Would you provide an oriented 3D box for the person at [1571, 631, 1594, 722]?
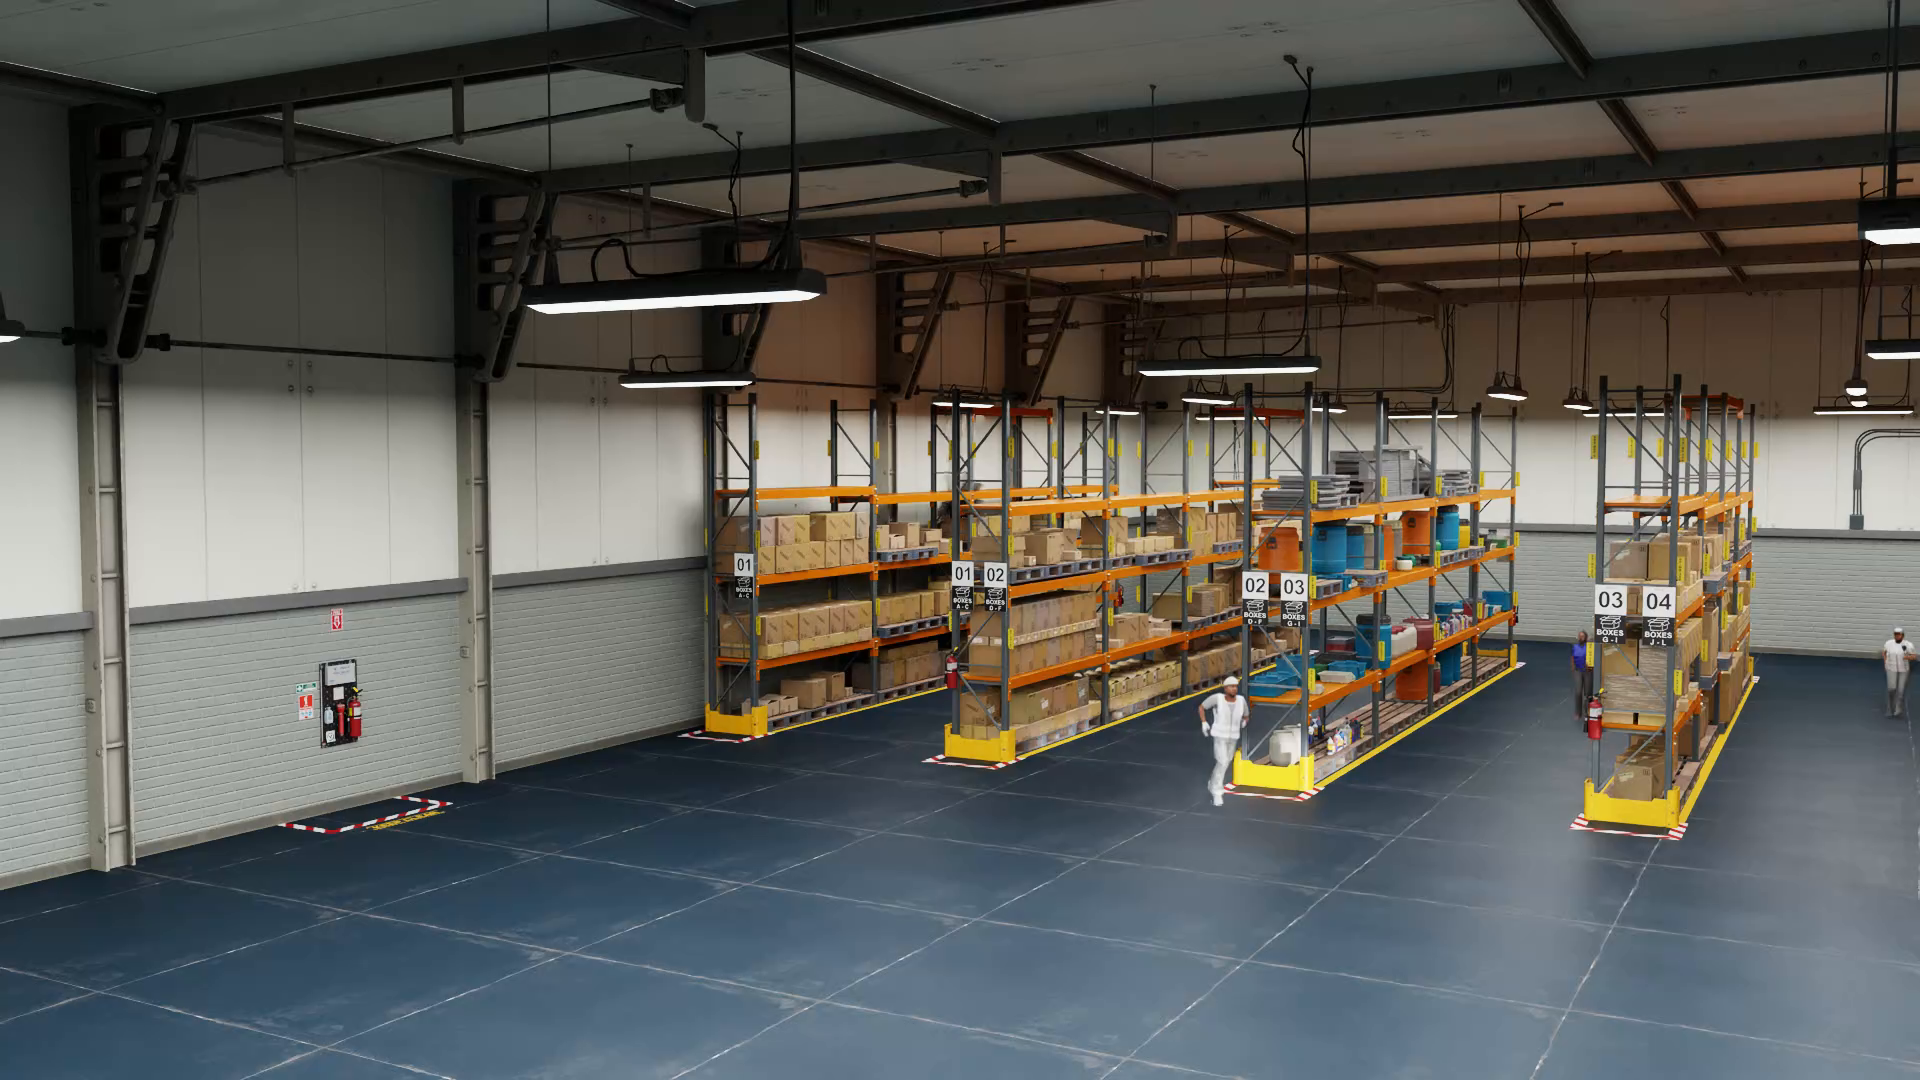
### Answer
[{"bbox_3d":[11.531,2.504,30.672,0.573,1.641,0.859,2,4,37],"label":"person"}]

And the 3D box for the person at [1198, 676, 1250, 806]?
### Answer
[{"bbox_3d":[3.802,2.843,23.777,0.680,1.811,0.790,-1,3,-18],"label":"person"}]

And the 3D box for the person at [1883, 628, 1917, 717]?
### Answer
[{"bbox_3d":[17.655,2.512,31.261,0.572,1.713,0.722,2,4,30],"label":"person"}]
